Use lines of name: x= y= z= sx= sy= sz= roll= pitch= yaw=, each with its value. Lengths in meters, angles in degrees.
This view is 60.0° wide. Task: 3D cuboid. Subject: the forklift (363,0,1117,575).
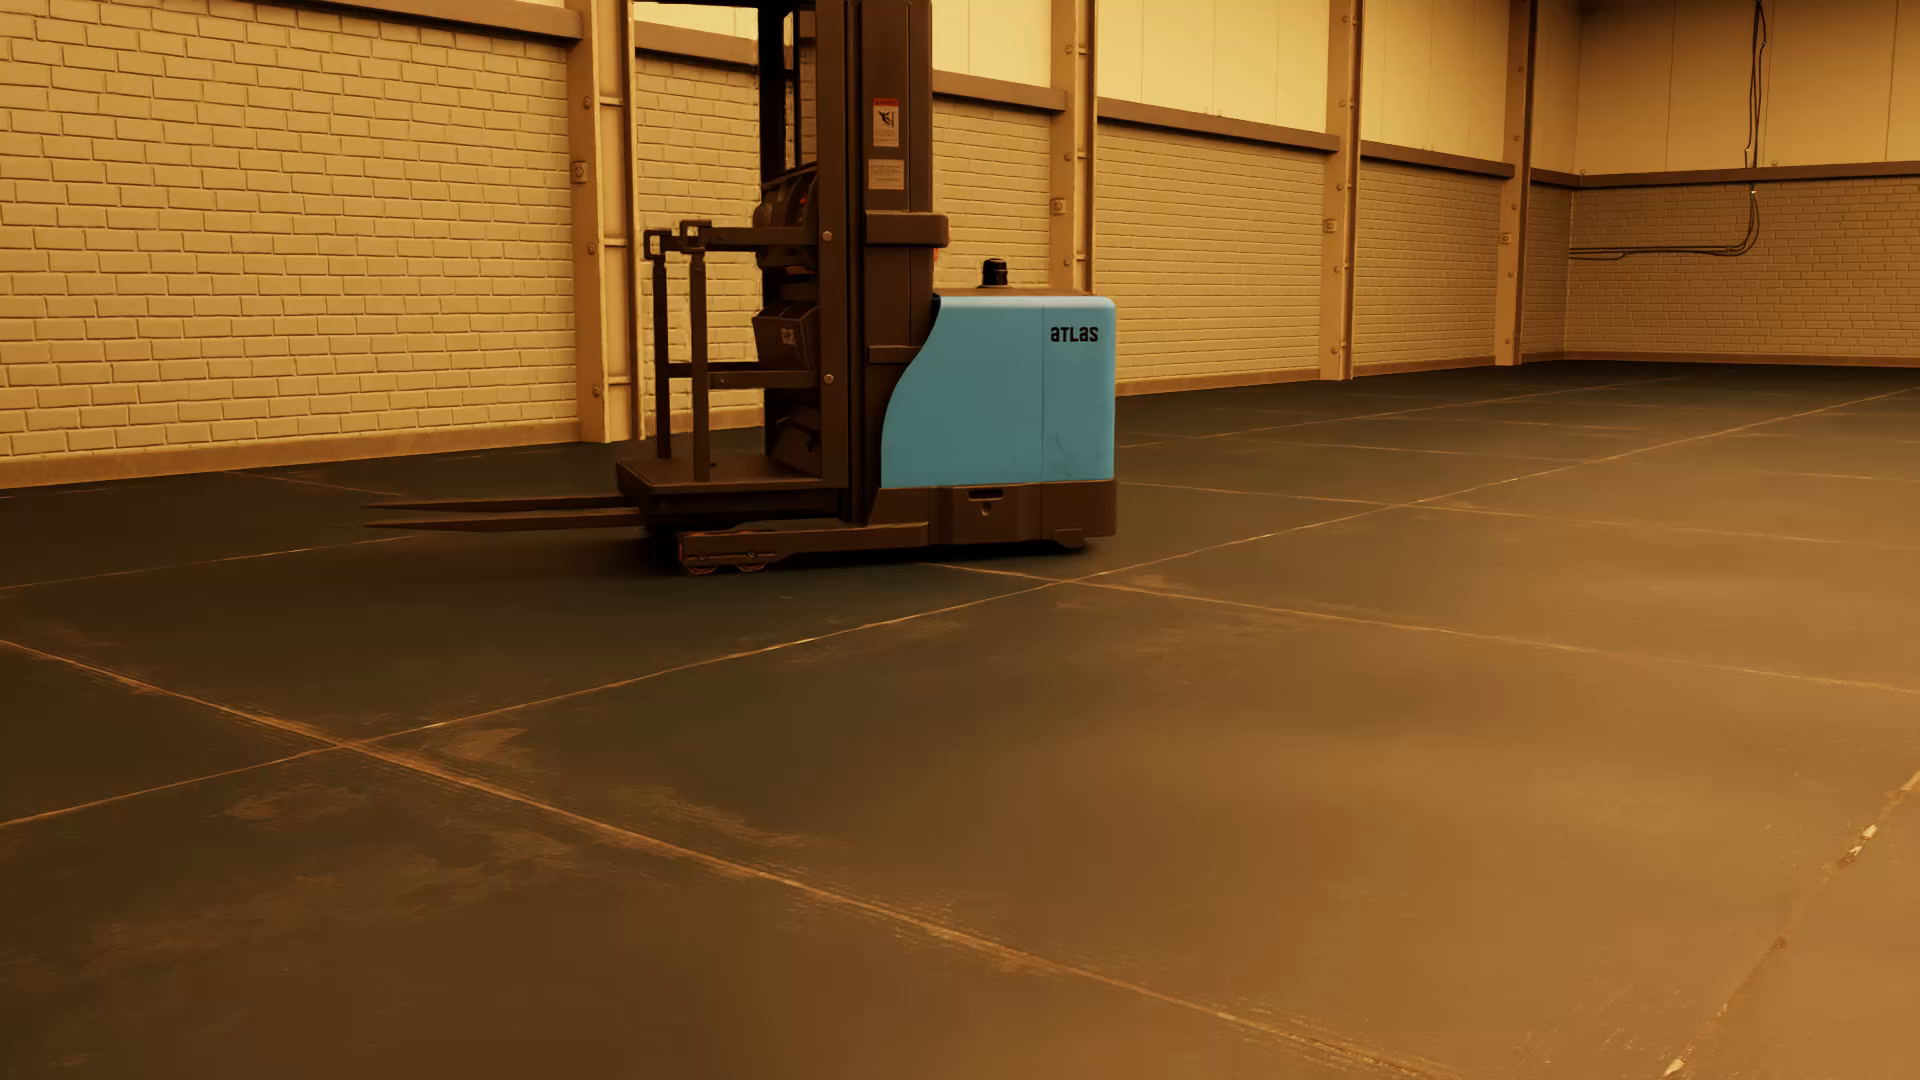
forklift: x=-0.907 y=-1.400 z=6.847 sx=3.031 sy=2.935 sz=1.130 roll=-3 pitch=9 yaw=-18

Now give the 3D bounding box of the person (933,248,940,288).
person: x=-0.120 y=-0.872 z=8.381 sx=0.838 sy=1.483 sz=1.405 roll=-4 pitch=9 yaw=-27
